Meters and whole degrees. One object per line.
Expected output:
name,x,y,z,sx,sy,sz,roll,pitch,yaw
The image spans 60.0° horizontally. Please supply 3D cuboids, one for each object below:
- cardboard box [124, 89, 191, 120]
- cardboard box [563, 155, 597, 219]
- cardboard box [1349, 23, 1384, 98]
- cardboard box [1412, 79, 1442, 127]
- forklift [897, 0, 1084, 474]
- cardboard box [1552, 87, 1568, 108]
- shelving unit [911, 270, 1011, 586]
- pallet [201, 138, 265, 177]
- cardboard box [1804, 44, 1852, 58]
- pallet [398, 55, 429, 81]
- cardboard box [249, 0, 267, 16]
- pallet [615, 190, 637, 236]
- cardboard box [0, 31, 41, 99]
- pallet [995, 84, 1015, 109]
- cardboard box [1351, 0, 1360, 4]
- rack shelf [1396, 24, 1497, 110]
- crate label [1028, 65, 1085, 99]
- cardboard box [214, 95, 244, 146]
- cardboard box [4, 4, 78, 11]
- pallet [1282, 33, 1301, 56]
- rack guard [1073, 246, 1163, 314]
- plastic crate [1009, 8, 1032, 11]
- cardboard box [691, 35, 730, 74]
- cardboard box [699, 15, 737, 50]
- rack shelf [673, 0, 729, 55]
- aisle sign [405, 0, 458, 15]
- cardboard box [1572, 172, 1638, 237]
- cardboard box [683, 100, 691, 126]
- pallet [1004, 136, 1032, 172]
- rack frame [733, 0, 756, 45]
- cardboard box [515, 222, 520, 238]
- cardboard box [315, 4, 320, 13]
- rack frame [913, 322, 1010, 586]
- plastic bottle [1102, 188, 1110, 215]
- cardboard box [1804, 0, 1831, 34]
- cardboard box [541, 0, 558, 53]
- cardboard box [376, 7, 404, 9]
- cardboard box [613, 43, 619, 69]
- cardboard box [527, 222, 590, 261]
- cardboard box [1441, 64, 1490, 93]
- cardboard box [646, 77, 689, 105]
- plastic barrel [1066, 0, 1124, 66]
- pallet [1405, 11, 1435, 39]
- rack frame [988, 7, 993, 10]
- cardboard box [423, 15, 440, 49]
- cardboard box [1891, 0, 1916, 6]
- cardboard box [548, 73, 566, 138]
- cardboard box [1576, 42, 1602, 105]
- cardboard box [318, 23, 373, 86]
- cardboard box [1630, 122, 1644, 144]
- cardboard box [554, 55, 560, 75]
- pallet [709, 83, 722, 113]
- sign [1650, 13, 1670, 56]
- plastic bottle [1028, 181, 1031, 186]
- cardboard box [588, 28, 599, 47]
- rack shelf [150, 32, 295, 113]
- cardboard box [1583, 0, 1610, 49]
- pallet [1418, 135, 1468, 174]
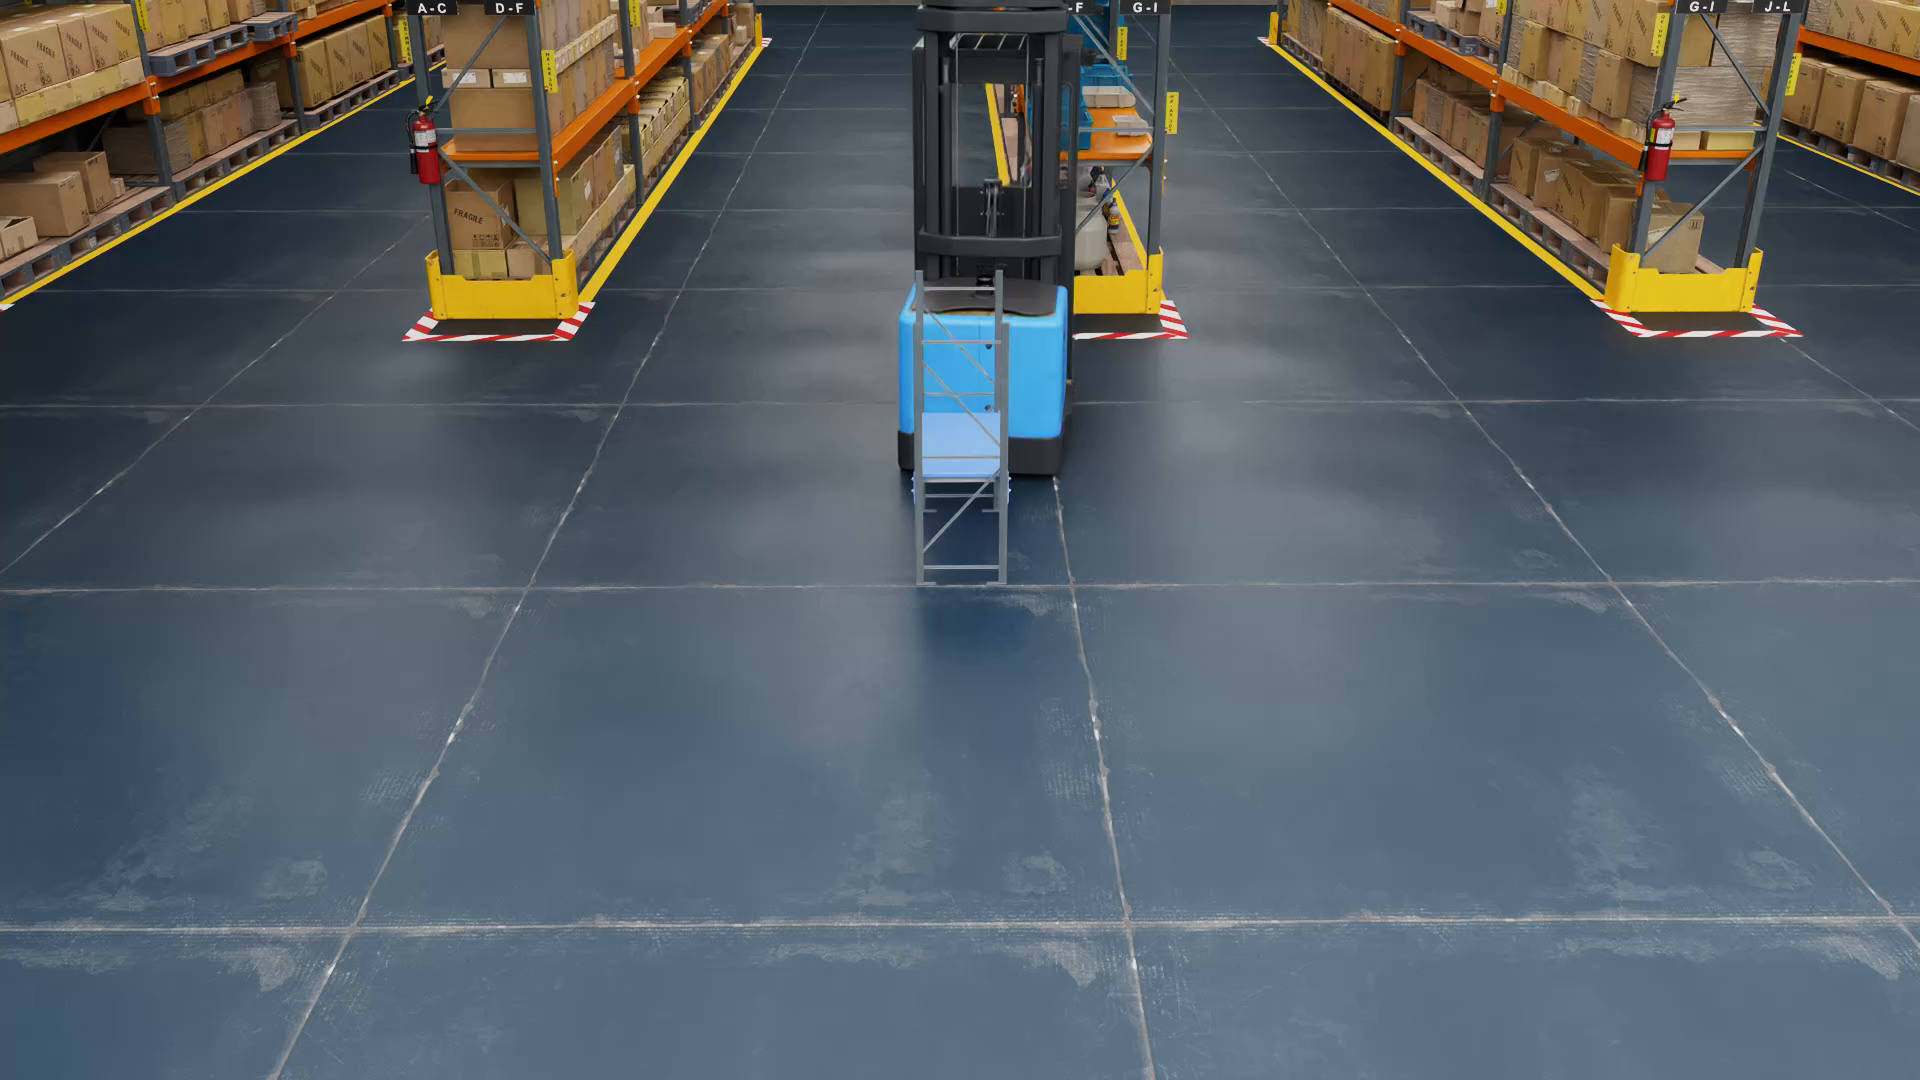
cardboard box,-8.836,-4.794,18.299,0.500,0.250,0.500,-1,24,-2
cardboard box,-3.615,-3.196,15.093,0.500,0.500,0.500,0,24,-1
cardboard box,6.024,-6.496,22.542,1.225,0.875,0.875,0,24,0
cardboard box,6.040,-5.407,20.564,0.700,0.500,0.500,-2,24,-3
forklift,0.257,-2.321,11.325,1.130,2.935,3.031,2,24,5
cardboard box,5.788,-4.151,15.592,0.380,0.149,0.250,0,24,-1
shelving unit,0.001,-0.648,9.363,0.538,1.500,1.048,0,24,-1
pallet,-8.829,-4.460,19.356,1.003,0.211,1.213,0,24,-1
cardboard box,11.208,-6.281,21.612,0.500,0.250,0.500,-1,24,-3
pallet,-8.820,-7.246,25.515,1.003,0.211,1.213,0,24,-1
cardboard box,-8.831,-6.607,20.063,0.700,0.500,0.500,-3,25,-7
pallet,-3.883,-3.332,16.860,1.003,0.211,1.213,0,24,-1
cardboard box,-8.459,-4.155,14.545,0.500,0.500,0.500,-1,24,-2
pallet,0.999,-6.155,23.102,1.003,0.211,1.213,0,24,-1
cardboard box,5.735,-7.711,23.038,0.500,0.500,0.500,-1,24,-2
rack shelf,6.034,-5.469,19.076,1.077,0.370,4.000,0,24,-1
crate label,0.857,-4.076,15.079,0.502,0.435,0.616,0,24,-1
cardboard box,-8.863,-4.902,19.448,0.700,0.500,0.500,0,24,-1
cardboard box,-9.007,-4.994,16.400,0.500,0.500,0.500,-1,24,-2
pallet,6.012,-8.318,27.886,1.003,0.211,1.213,0,24,-1
rack guard,1.099,-2.195,13.996,1.175,0.500,0.348,0,24,-1
plastic crate,0.772,-5.961,19.212,0.402,0.464,0.583,0,24,-1
cardboard box,-3.645,-7.086,24.277,0.500,0.500,0.500,0,24,-1
cardboard box,-3.962,-8.064,26.435,0.797,0.503,0.637,0,24,-1
rack shelf,-3.915,-7.075,22.625,1.077,0.370,4.000,0,24,-1
aisle sign,-4.099,-4.438,12.768,0.394,0.787,0.004,0,24,-1
cardboard box,6.081,-3.139,15.574,0.500,0.500,0.500,2,24,4
cardboard box,-3.643,-5.301,20.658,0.500,0.250,0.500,0,24,1
pallet,1.040,-4.508,19.460,1.003,0.211,1.213,0,24,-1
rack frame,-3.980,-9.875,27.944,1.000,3.000,0.127,0,24,-1
cardboard box,-4.125,-2.646,14.787,0.500,0.250,0.500,0,24,-1
cardboard box,-8.668,-7.010,21.889,0.380,0.149,0.250,0,24,1
rack frame,0.006,-0.439,8.900,0.500,1.500,0.032,0,24,-1
plastic bottle,1.432,-3.274,16.126,0.097,0.271,0.097,0,24,0
cardboard box,10.708,-6.461,20.275,0.500,0.500,0.500,0,24,0
cardboard box,-3.810,-4.349,14.031,0.700,0.500,0.500,-1,24,-2
cardboard box,-9.010,-8.335,26.275,0.380,0.149,0.250,-1,24,-2
cardboard box,-3.899,-5.064,17.489,0.500,0.250,0.500,1,24,3
cardboard box,-3.598,-2.648,14.792,0.500,0.250,0.500,0,24,-1
cardboard box,6.066,-5.530,19.926,0.500,0.250,0.500,2,24,5
cardboard box,-3.641,-5.558,20.545,0.500,0.311,0.500,0,24,1
plastic barrel,1.402,-5.340,17.308,0.600,0.901,0.708,0,24,-1
pallet,6.127,-6.241,20.141,1.213,0.211,1.003,0,24,-1
rack frame,0.973,-9.895,27.989,1.000,3.000,0.127,0,24,-1
cardboard box,-8.814,-8.202,26.769,0.700,0.500,0.500,-1,24,-2
cardboard box,10.989,-6.288,18.677,0.700,0.500,0.500,0,24,-1
cardboard box,-3.809,-3.736,14.249,0.700,0.500,0.500,0,24,1
cardboard box,6.034,-4.144,14.791,0.875,0.500,0.500,0,24,-1
cardboard box,-8.740,-6.781,23.202,0.750,0.750,0.750,0,24,1
cardboard box,5.888,-3.430,13.998,0.380,0.149,0.250,0,24,-1
cardboard box,-3.602,-3.997,14.039,0.380,0.149,0.250,0,24,0
pallet,-3.874,-6.117,23.019,1.003,0.211,1.213,0,24,-1
sign,5.545,-4.002,13.170,0.100,0.325,0.005,0,24,-1
plastic bottle,0.704,-3.357,16.213,0.144,0.351,0.185,0,24,-1
cardboard box,-3.623,-4.741,15.683,0.380,0.149,0.250,0,24,-1
rack shelf,-8.825,-5.403,18.928,1.077,0.370,4.000,0,24,-1
cardboard box,5.833,-4.599,14.583,0.500,0.500,0.500,0,24,-1
pallet,6.030,-4.527,19.504,1.003,0.211,1.213,0,24,-1
